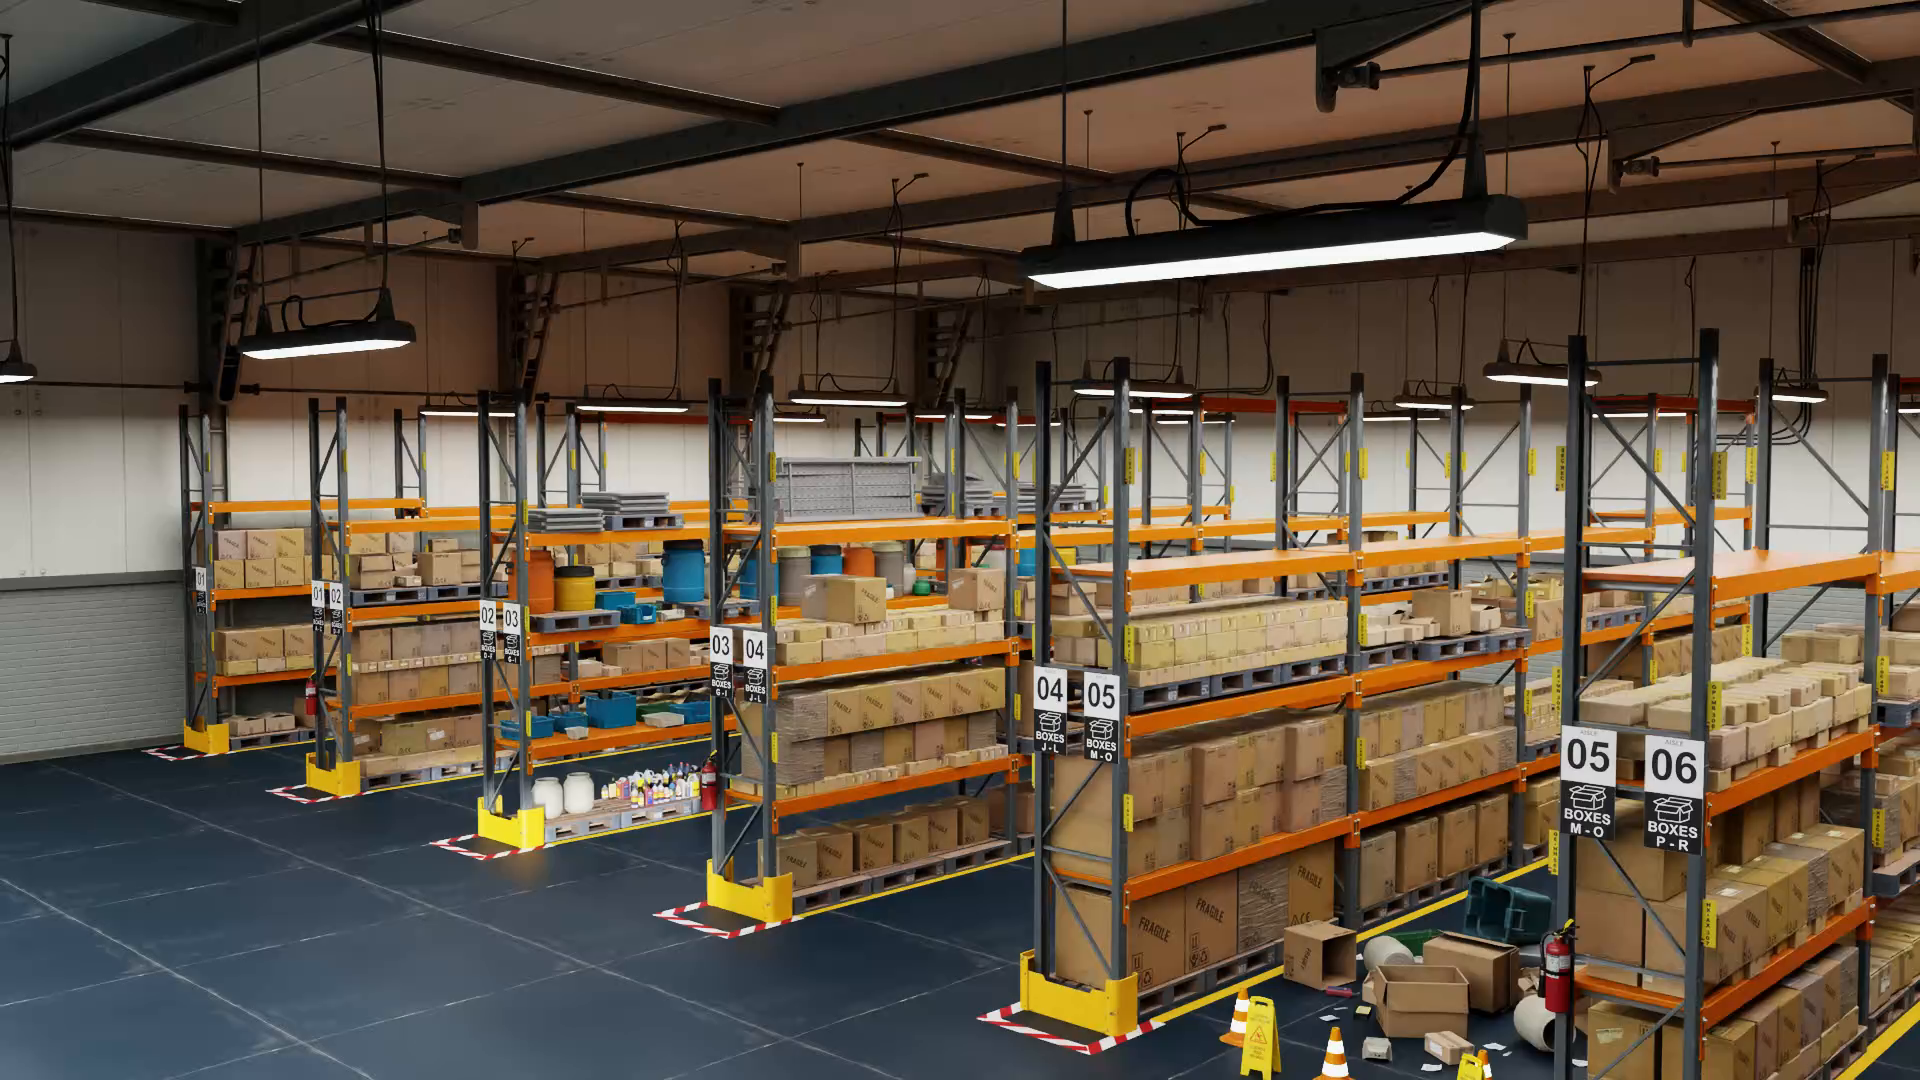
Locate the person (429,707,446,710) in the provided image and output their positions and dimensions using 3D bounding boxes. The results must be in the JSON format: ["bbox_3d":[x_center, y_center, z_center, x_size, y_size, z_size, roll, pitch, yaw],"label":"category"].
[{"bbox_3d":[-8.998,2.828,28.800,0.650,1.671,0.766,2,4,38],"label":"person"}]
